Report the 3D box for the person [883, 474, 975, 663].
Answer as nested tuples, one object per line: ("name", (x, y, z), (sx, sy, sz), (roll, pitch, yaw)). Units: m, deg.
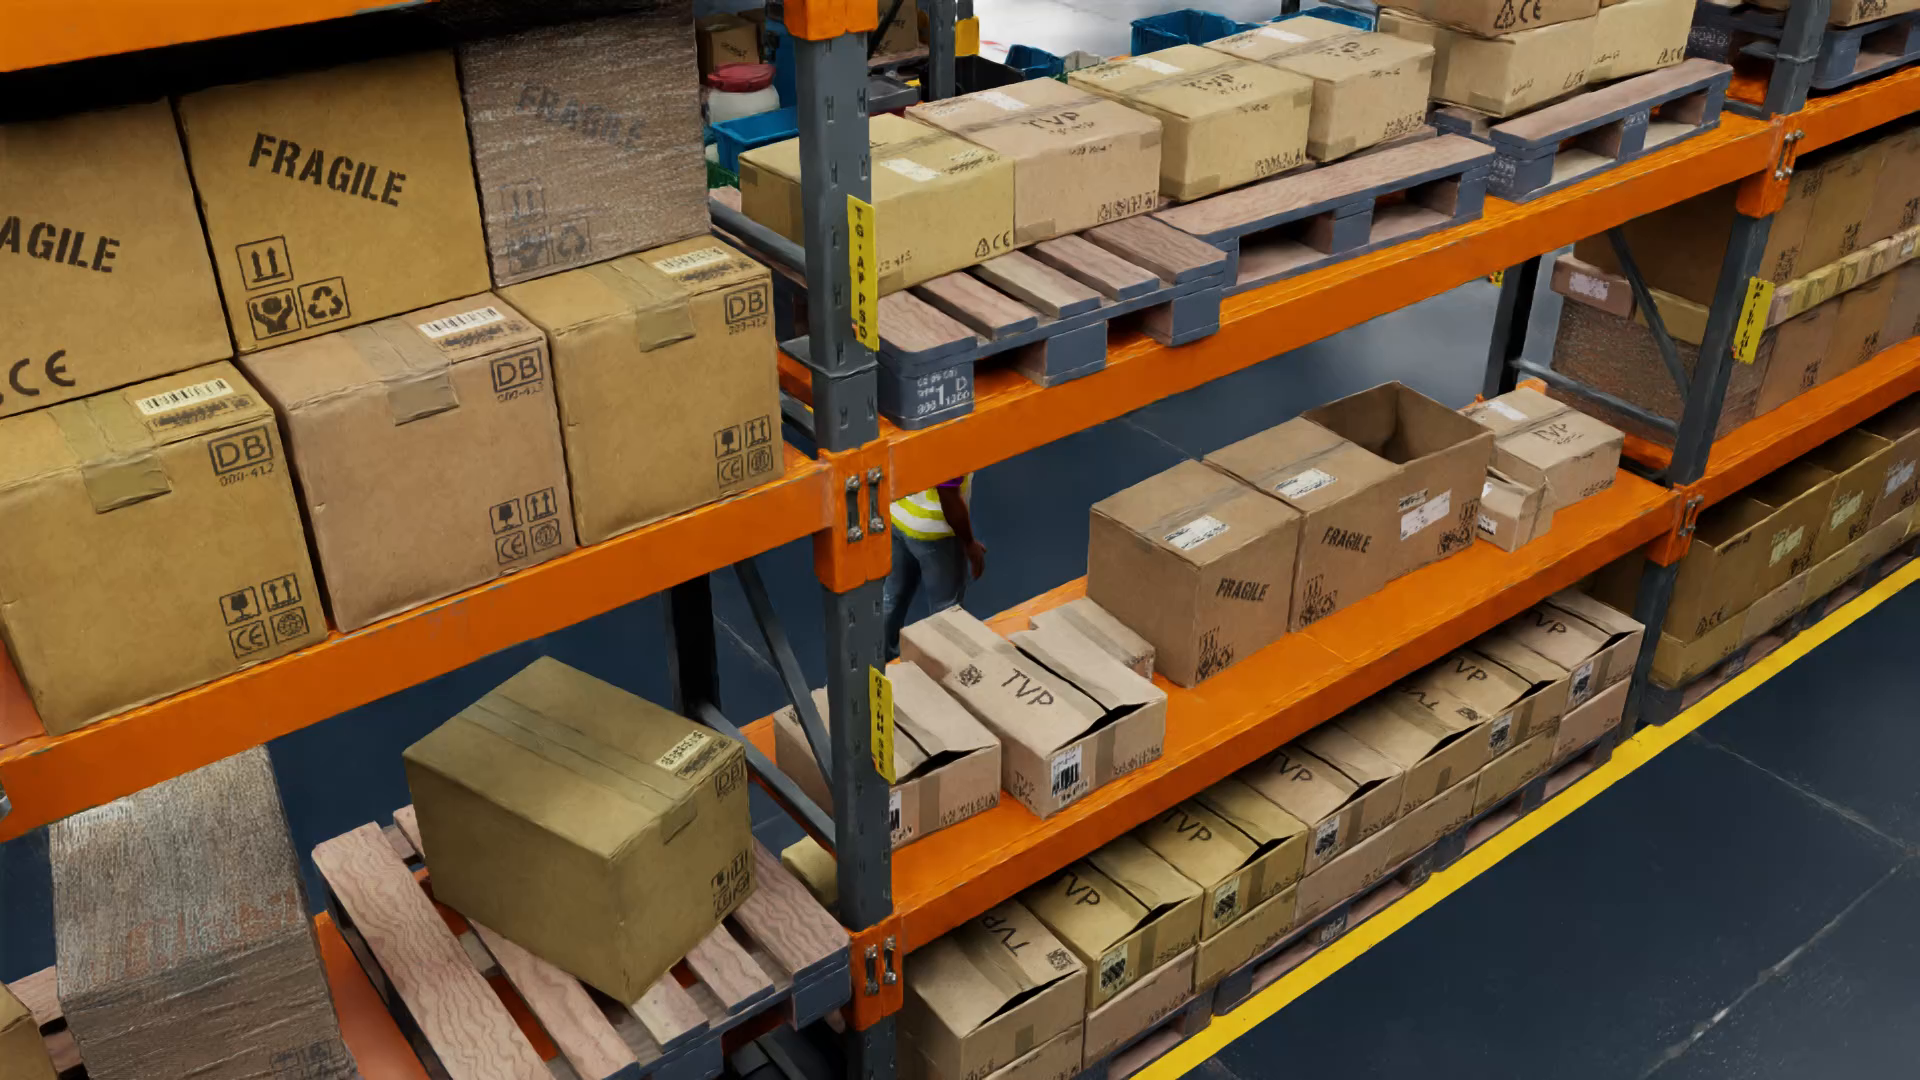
("person", (-0.172, -0.090, 7.240), (0.438, 1.771, 0.672), (-15, 35, -23))
